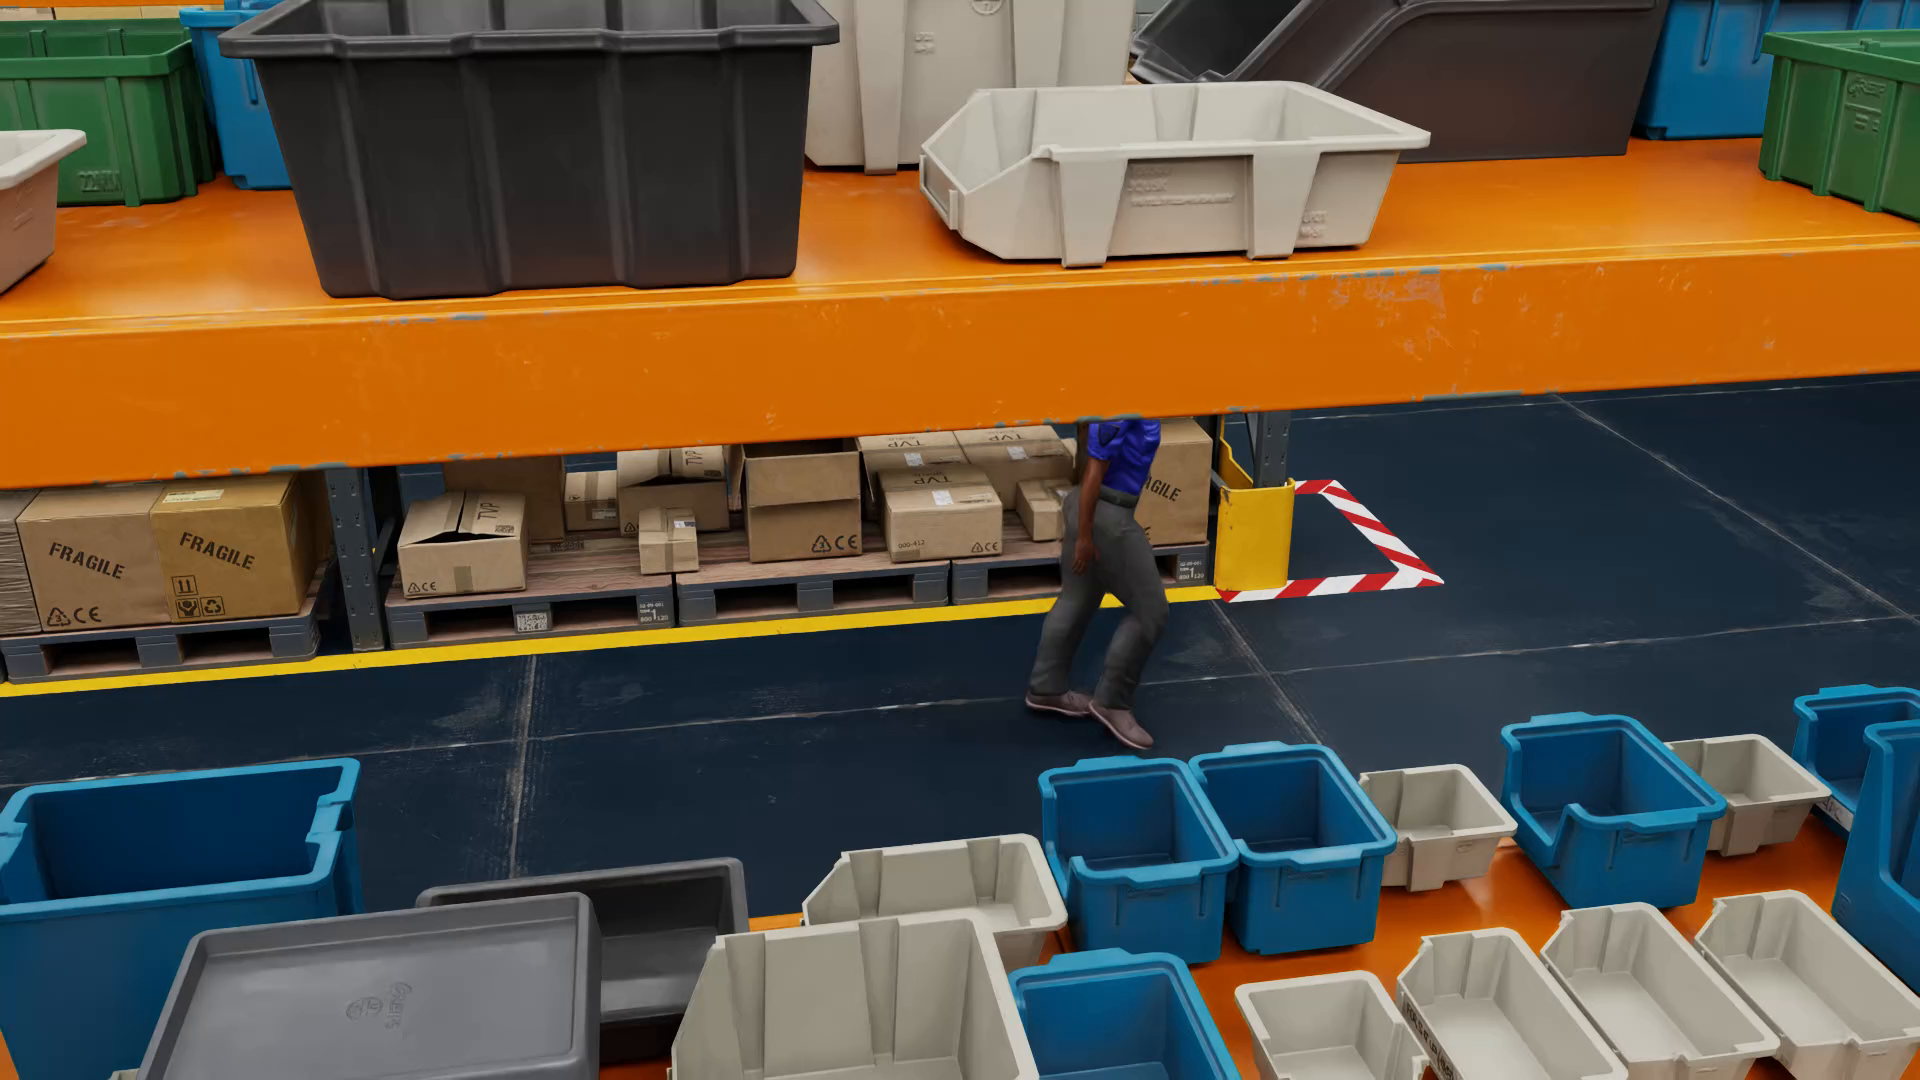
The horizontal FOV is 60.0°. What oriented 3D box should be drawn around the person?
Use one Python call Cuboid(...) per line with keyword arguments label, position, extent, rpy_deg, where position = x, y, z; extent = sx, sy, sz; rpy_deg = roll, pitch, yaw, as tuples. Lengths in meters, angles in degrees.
Cuboid(label="person", position=(0.523, -0.048, 6.228), extent=(0.533, 1.682, 0.482), rpy_deg=(1, 23, 2))
